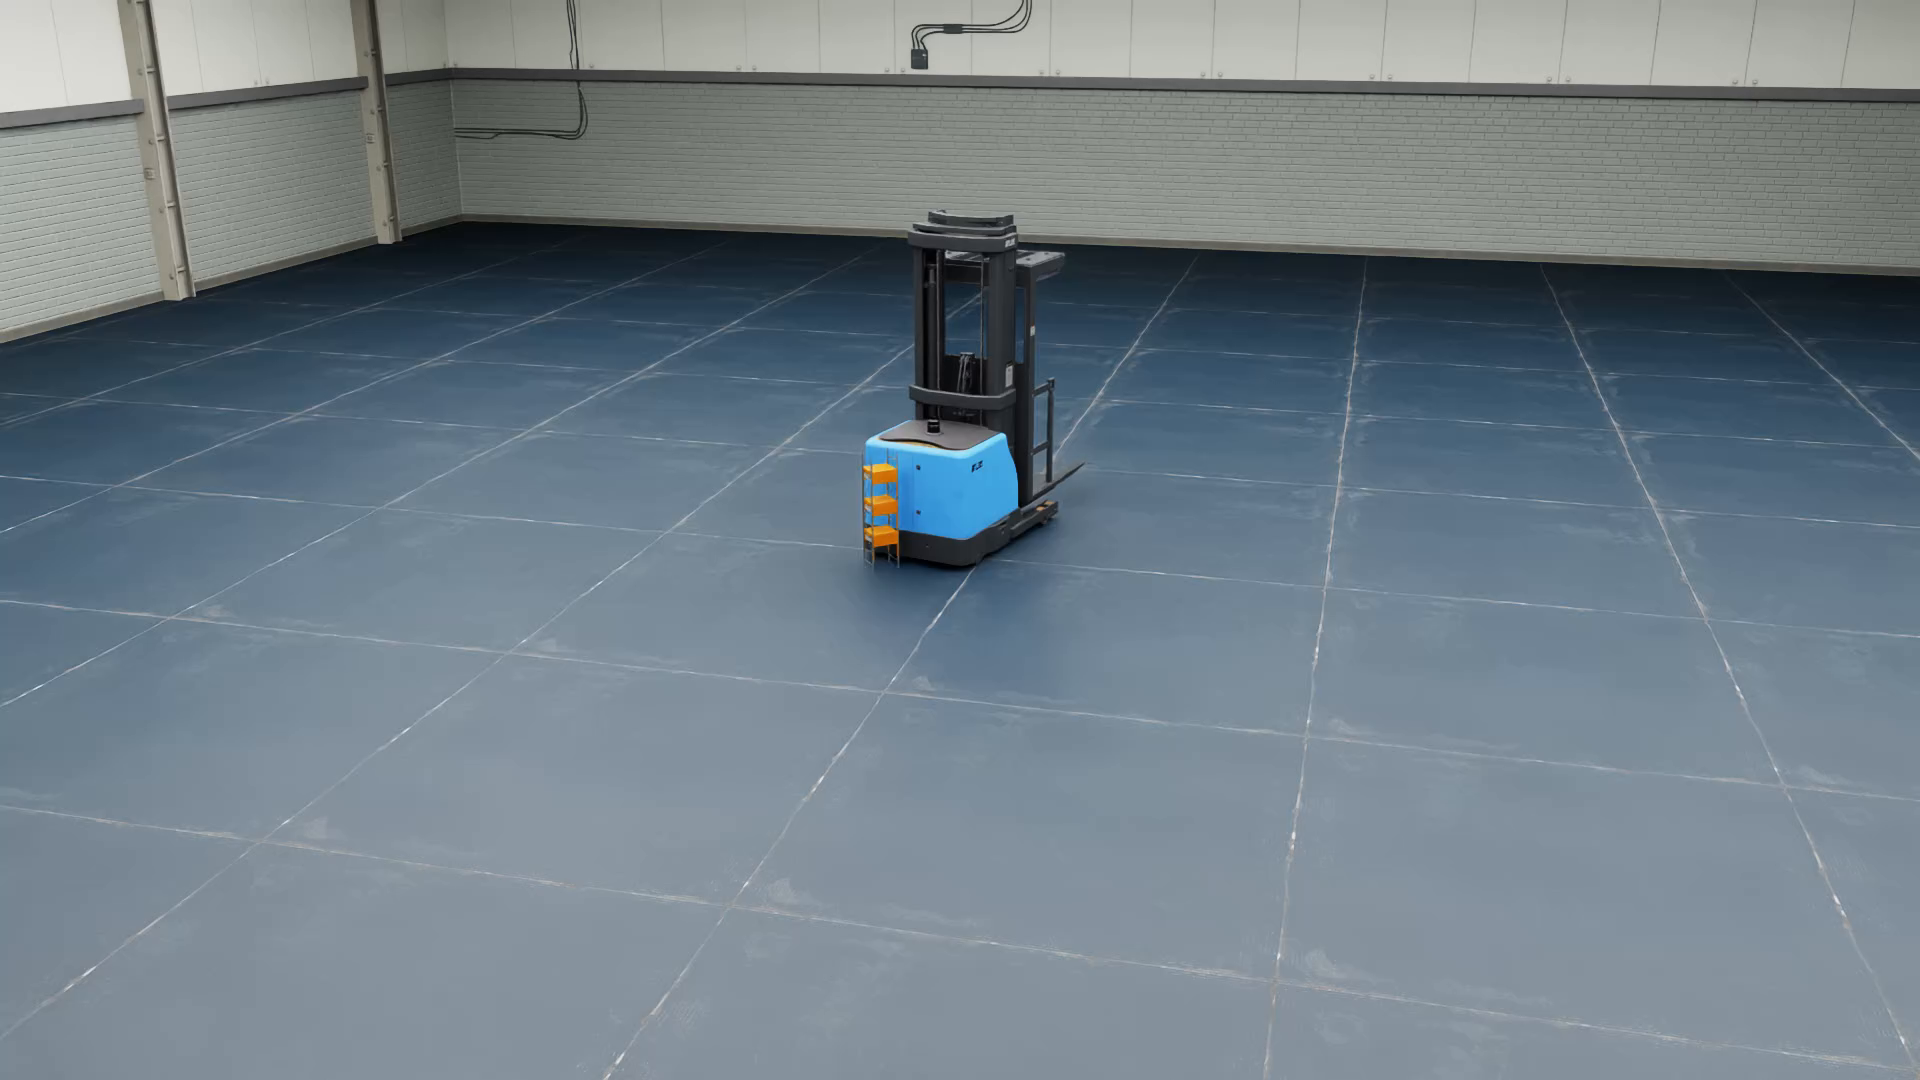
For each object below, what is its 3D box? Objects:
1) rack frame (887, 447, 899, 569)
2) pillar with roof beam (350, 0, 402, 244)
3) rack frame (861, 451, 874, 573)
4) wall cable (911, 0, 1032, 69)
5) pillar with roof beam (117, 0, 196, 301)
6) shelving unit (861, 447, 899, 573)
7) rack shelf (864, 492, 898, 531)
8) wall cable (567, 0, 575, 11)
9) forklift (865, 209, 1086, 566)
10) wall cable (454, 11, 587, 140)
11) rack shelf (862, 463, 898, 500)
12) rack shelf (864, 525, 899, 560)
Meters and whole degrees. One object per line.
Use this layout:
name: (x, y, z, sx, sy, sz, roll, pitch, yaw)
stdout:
rack frame: (-0.581, -0.273, 14.425, 0.008, 1.050, 0.200, -10, 21, -26)
pillar with roof beam: (-6.828, -9.666, 29.627, 9.100, 9.000, 0.400, 5, 19, 13)
rack frame: (-0.796, -0.236, 14.316, 0.008, 1.050, 0.200, -10, 21, -26)
wall cable: (0.201, -11.680, 30.261, 2.305, 6.003, 0.169, 5, 19, 13)
pillar with roof beam: (-8.294, -7.785, 24.121, 9.100, 9.000, 0.400, 5, 19, 13)
shelving unit: (-0.688, -0.254, 14.371, 0.252, 1.050, 0.215, -10, 21, -26)
rack shelf: (-0.688, -0.244, 14.374, 0.240, 0.259, 0.215, -10, 21, -26)
wall cable: (-6.377, -11.532, 32.080, 3.097, 2.526, 0.112, 5, 19, 13)
forklift: (0.284, -1.596, 15.388, 1.130, 2.935, 3.031, 10, 21, 26)
wall cable: (-9.001, -9.355, 33.522, 3.097, 2.526, 0.112, 5, 19, 13)
rack shelf: (-0.688, -0.513, 14.282, 0.240, 0.259, 0.215, -10, 21, -26)
rack shelf: (-0.688, 0.019, 14.464, 0.240, 0.259, 0.215, -10, 21, -26)
